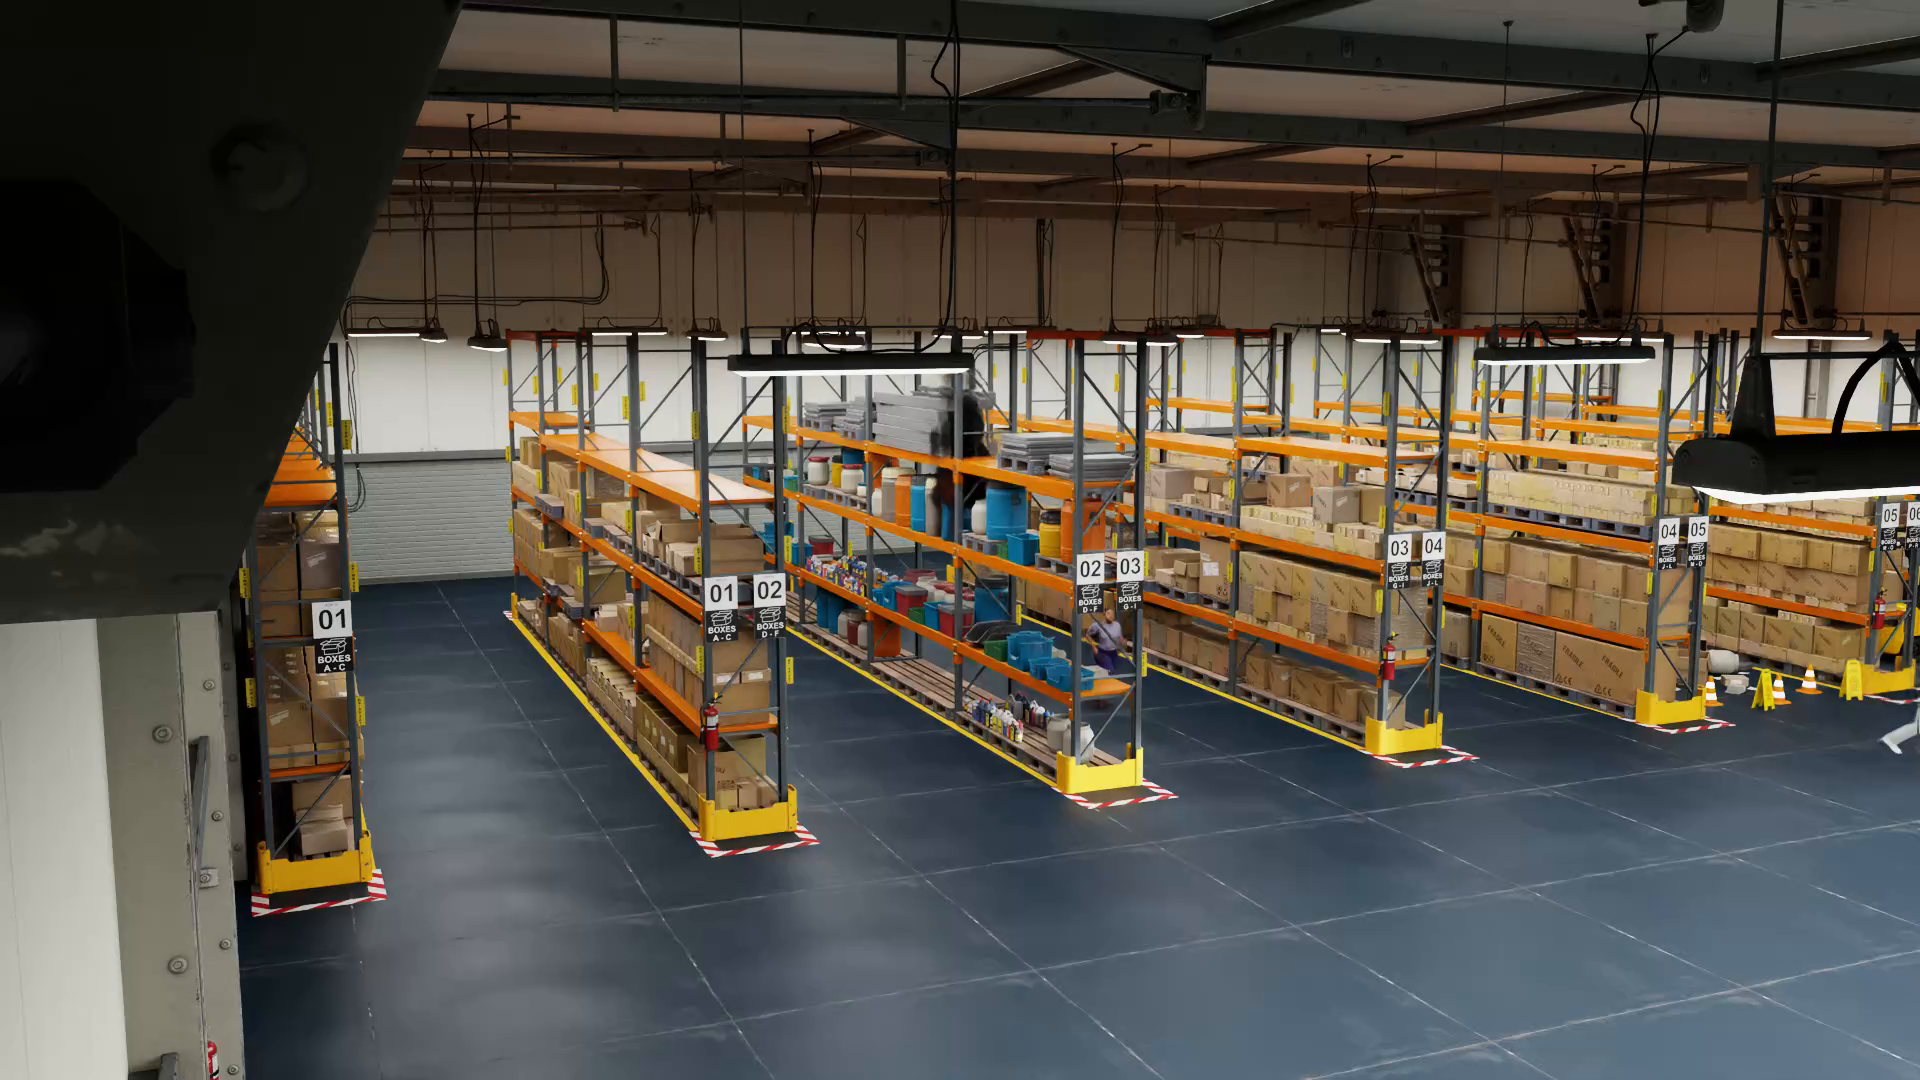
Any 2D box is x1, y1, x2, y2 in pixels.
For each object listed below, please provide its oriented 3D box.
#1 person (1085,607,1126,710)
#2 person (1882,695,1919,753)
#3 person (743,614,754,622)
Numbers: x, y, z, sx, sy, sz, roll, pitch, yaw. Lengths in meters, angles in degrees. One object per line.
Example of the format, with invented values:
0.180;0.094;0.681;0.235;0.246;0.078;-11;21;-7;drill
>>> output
2.391;1.906;26.773;0.576;1.672;0.671;-5;9;-31;person
13.698;2.359;23.615;1.003;1.625;0.601;2;8;17;person
-3.719;1.501;29.410;0.674;1.682;0.782;-4;9;-30;person
